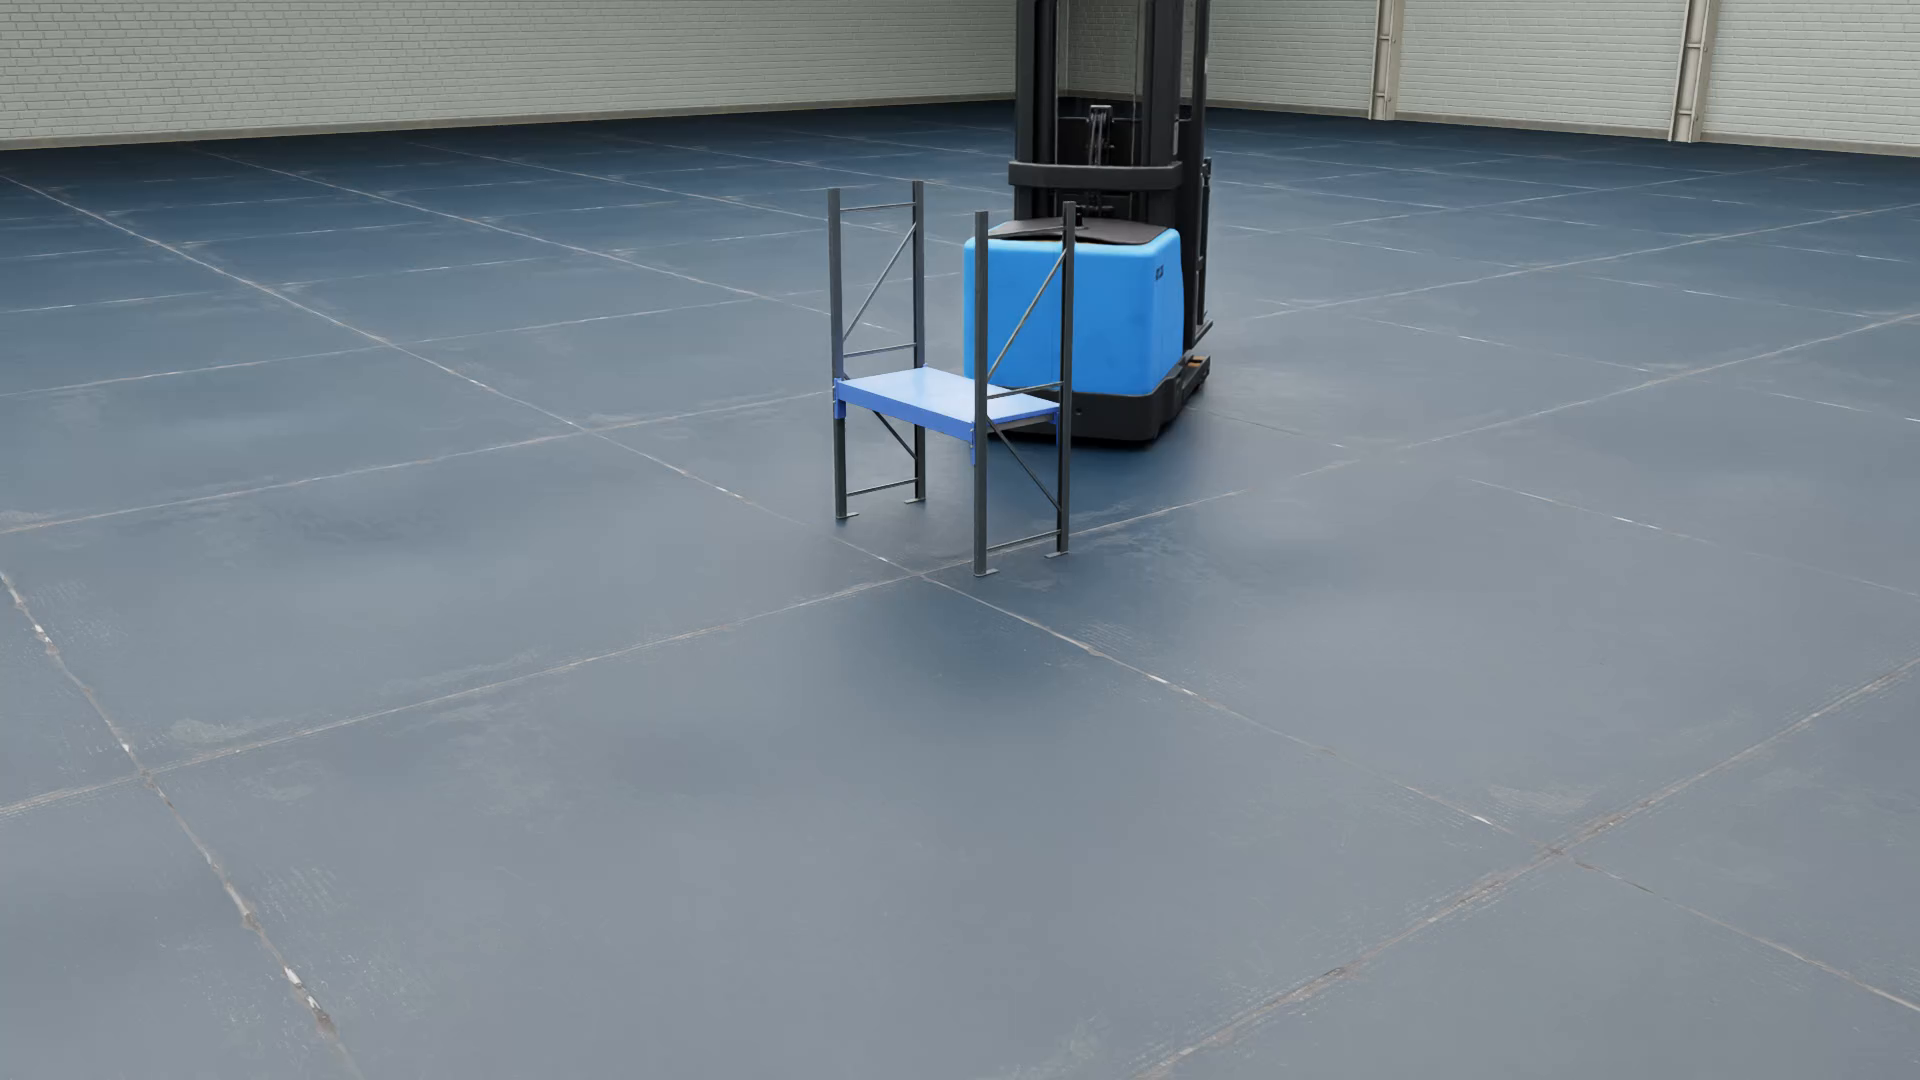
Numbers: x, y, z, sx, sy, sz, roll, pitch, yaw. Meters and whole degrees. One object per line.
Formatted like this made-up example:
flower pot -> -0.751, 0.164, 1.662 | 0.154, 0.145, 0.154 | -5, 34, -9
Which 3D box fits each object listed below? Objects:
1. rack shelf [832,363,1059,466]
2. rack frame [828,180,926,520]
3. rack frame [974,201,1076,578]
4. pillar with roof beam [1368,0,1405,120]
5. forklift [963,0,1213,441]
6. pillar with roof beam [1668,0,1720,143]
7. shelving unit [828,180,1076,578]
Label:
rack shelf -> -0.053, -0.562, 7.247 | 0.538, 0.185, 1.000 | -14, 23, -36
rack frame -> -0.369, -0.858, 7.568 | 0.500, 1.500, 0.032 | -14, 23, -36
rack frame -> 0.263, -0.608, 6.812 | 0.500, 1.500, 0.032 | -14, 23, -36
pillar with roof beam -> 4.529, -11.314, 27.216 | 9.100, 9.000, 0.400 | -14, 23, -36
forklift -> 0.923, -2.337, 9.758 | 1.130, 2.935, 3.031 | 6, 19, 16
pillar with roof beam -> 8.255, -9.836, 22.751 | 9.100, 9.000, 0.400 | -14, 23, -36
shelving unit -> -0.053, -0.733, 7.190 | 0.538, 1.500, 1.048 | -14, 23, -36
